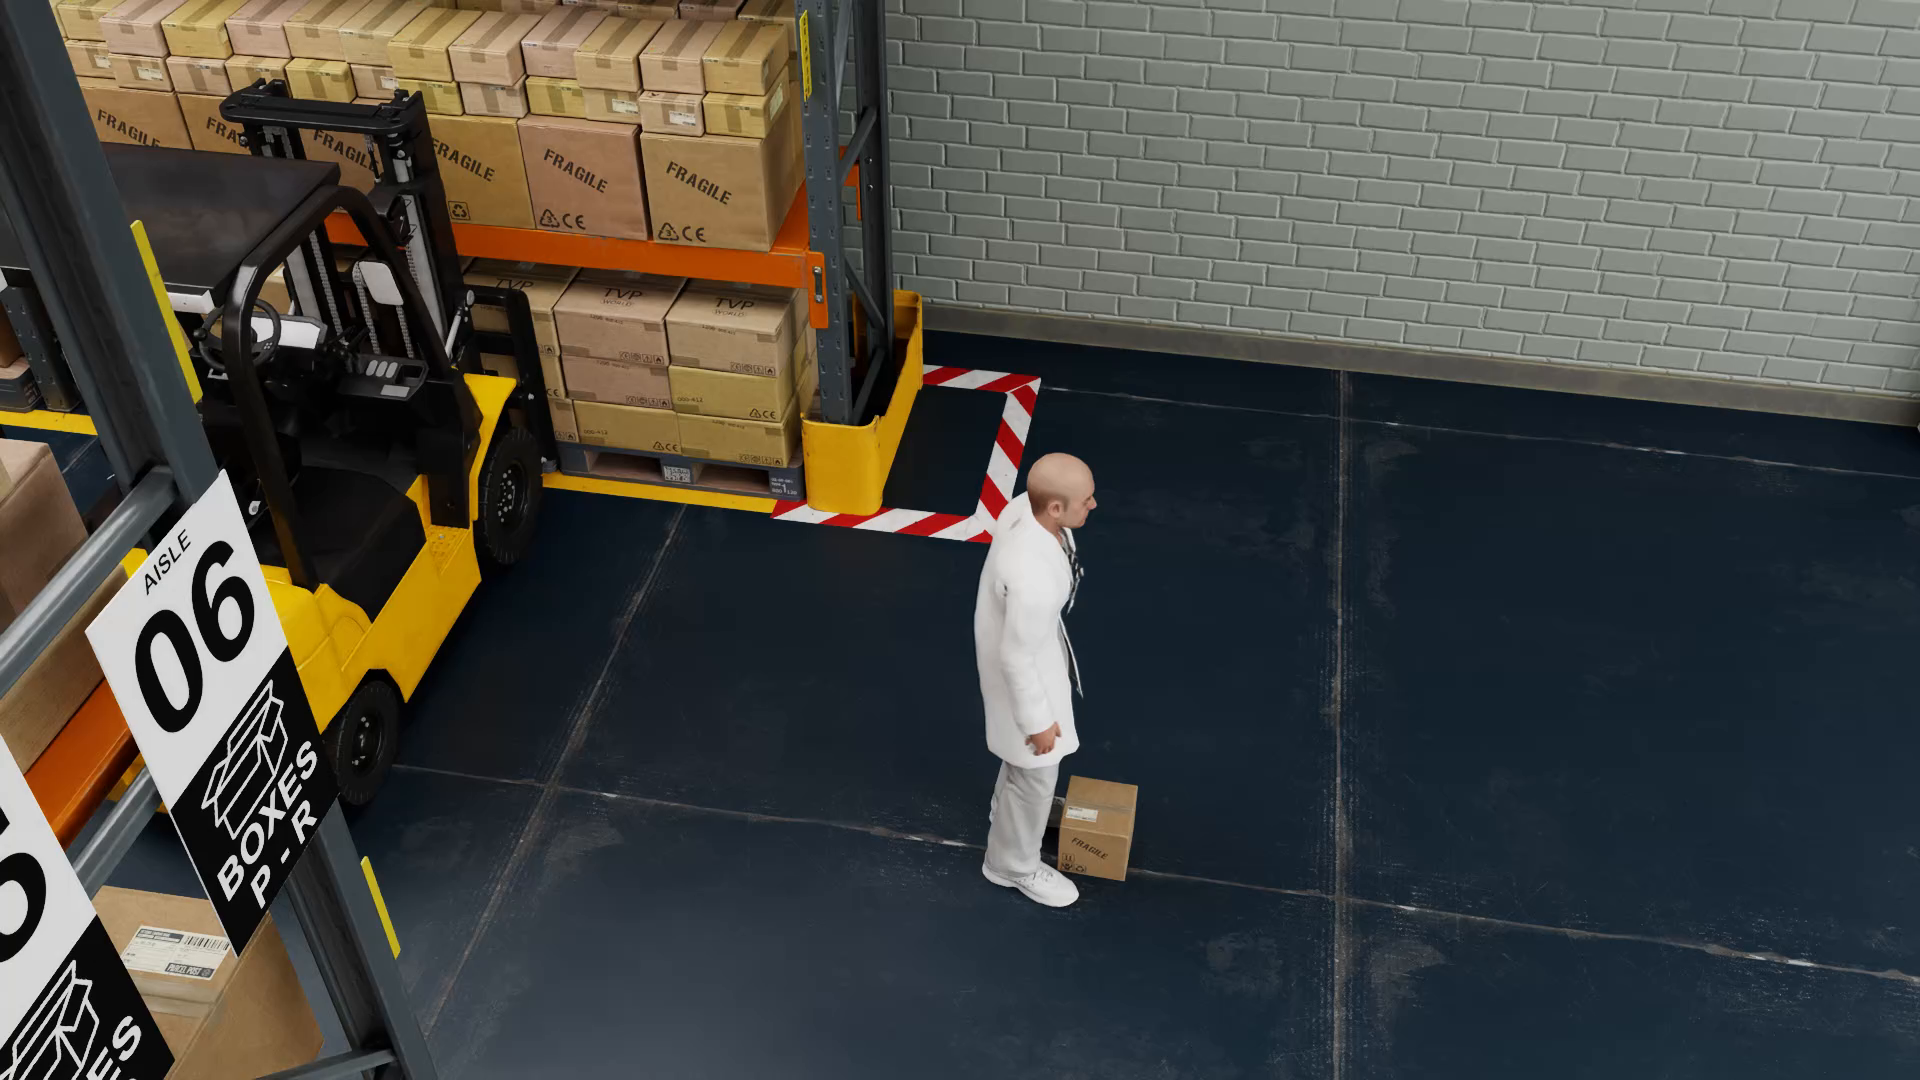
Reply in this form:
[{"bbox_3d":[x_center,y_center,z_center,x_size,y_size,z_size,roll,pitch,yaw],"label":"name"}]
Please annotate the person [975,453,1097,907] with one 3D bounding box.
[{"bbox_3d":[0.260,0.439,5.645,0.424,1.774,0.653,4,40,5],"label":"person"}]
